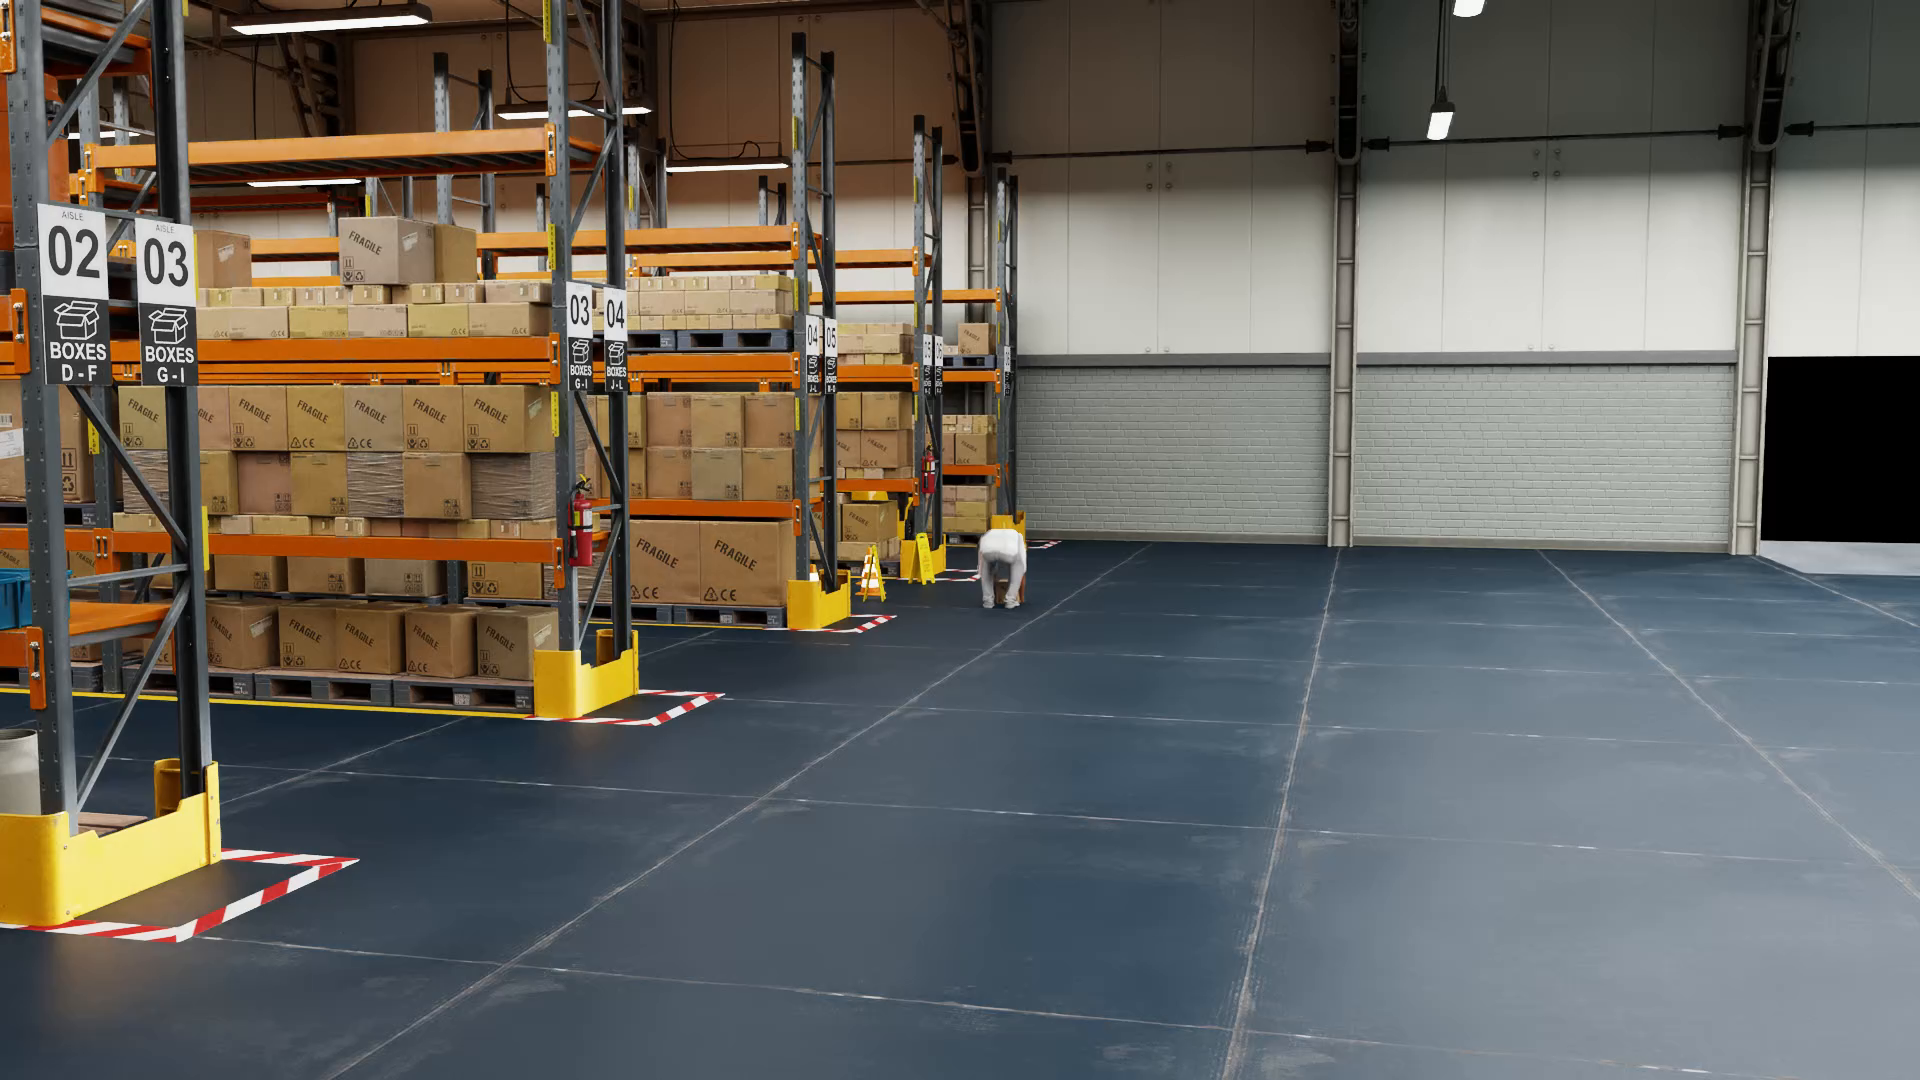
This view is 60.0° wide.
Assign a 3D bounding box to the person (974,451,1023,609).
[{"bbox_3d":[0.450,-0.118,18.779,0.558,1.769,0.520,1,5,13],"label":"person"}]
